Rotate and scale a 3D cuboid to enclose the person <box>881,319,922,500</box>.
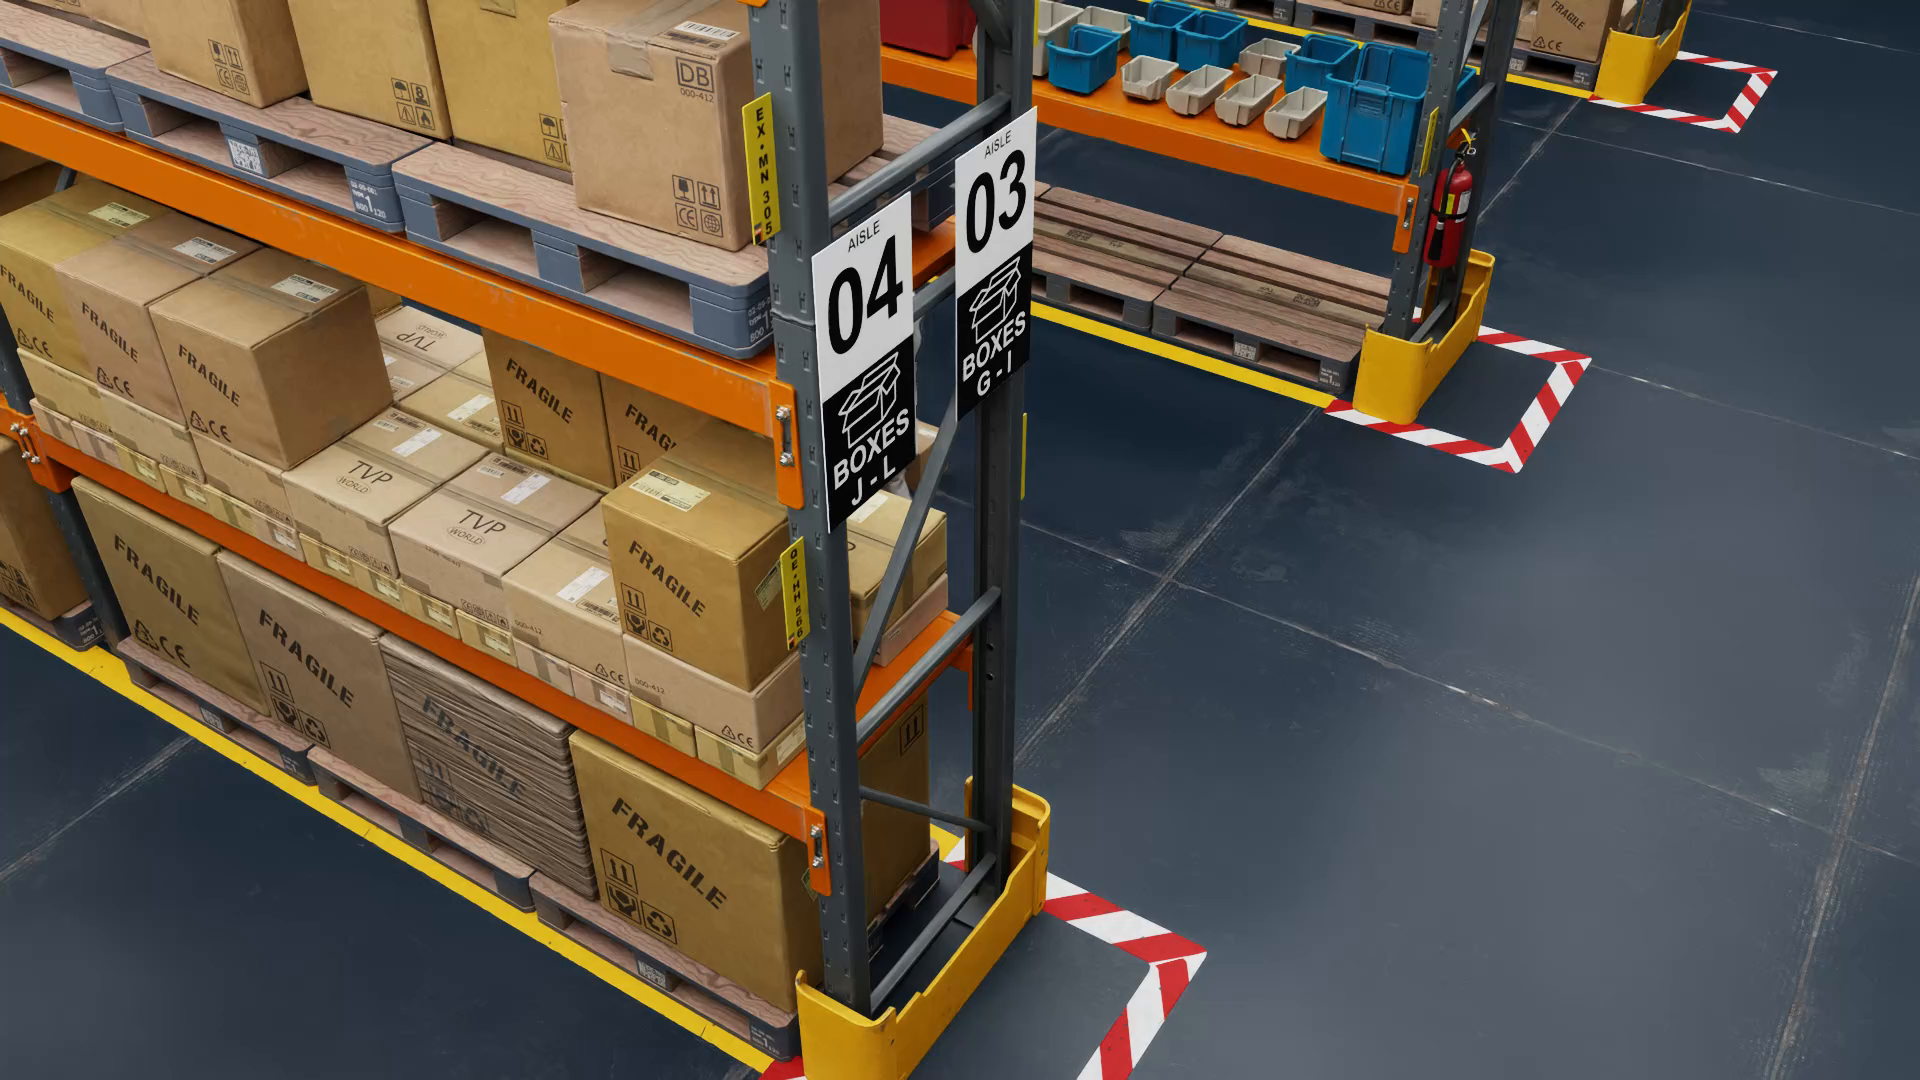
[{"bbox_3d":[-0.511,-0.681,7.561,0.623,1.735,1.022,-16,41,-20],"label":"person"}]
